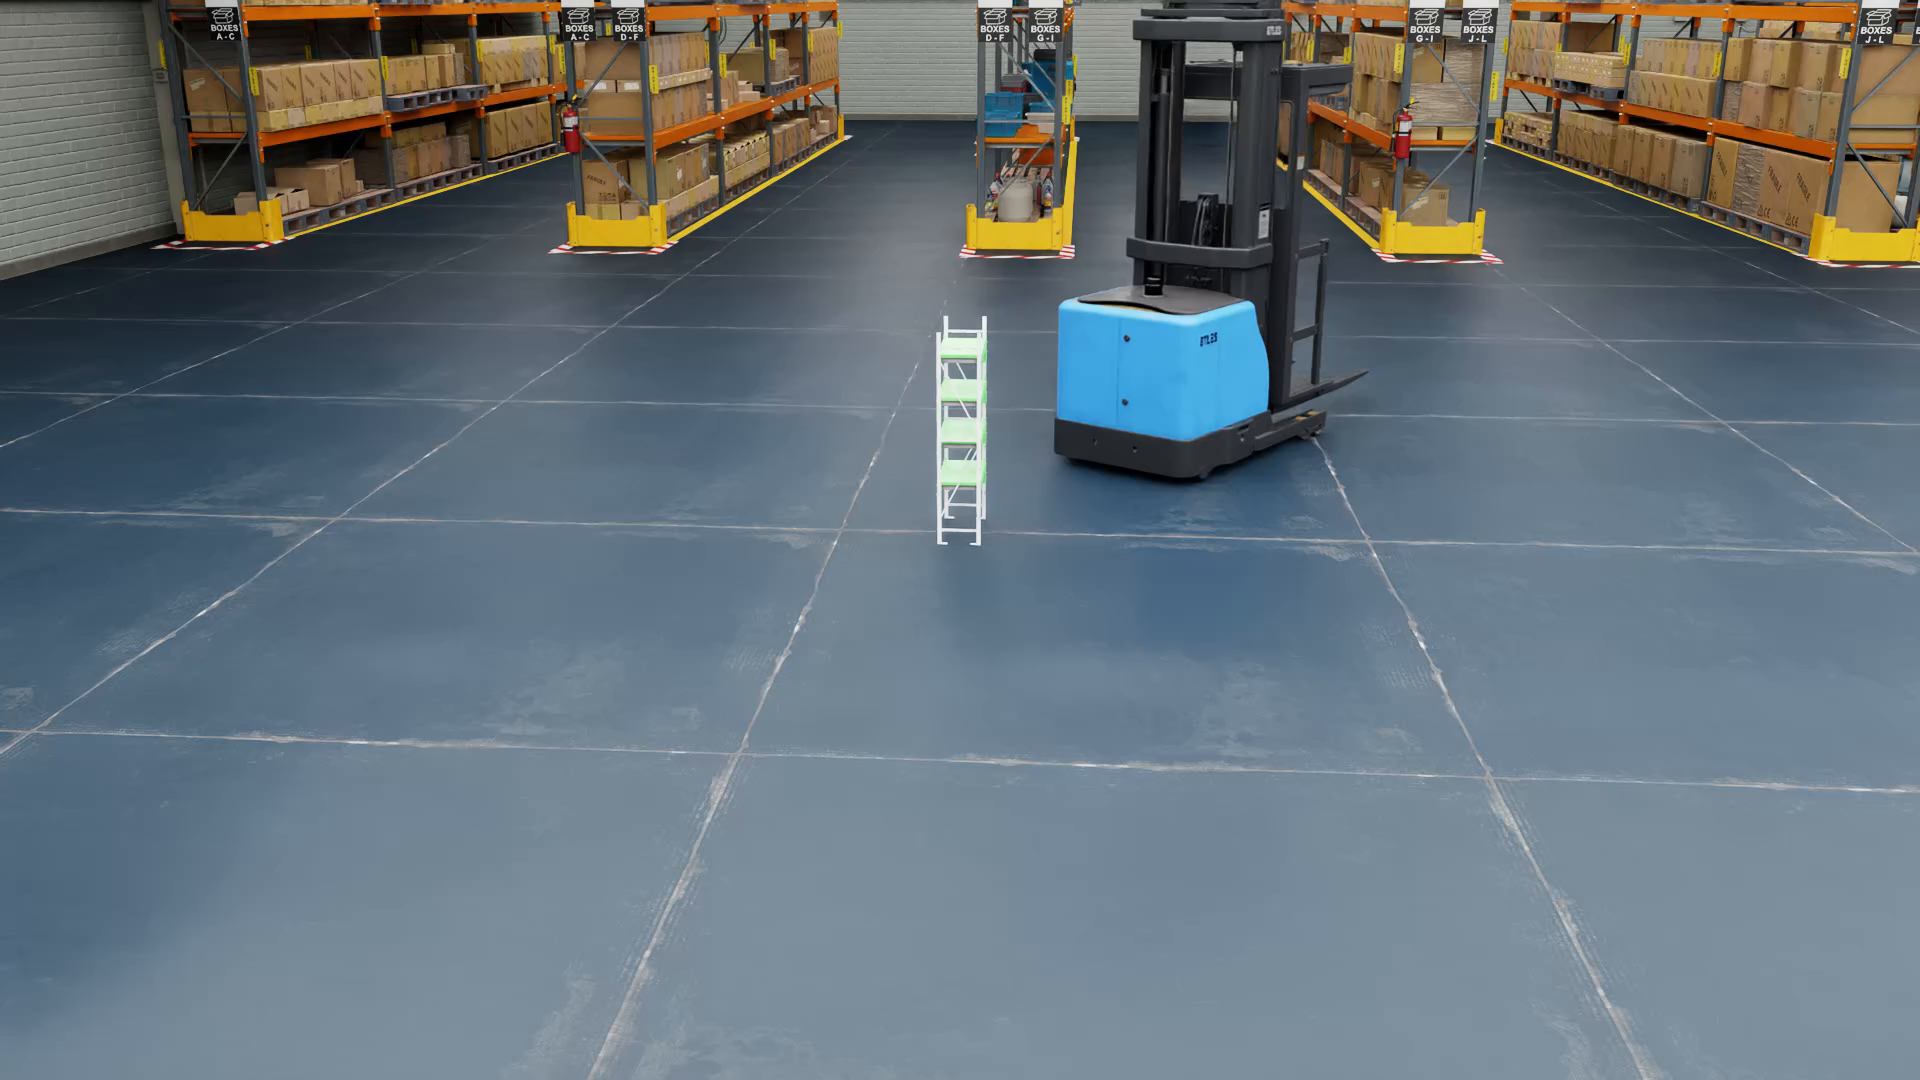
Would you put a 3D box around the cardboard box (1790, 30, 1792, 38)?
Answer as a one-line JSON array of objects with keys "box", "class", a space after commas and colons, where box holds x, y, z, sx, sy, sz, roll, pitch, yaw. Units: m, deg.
[{"box": [16.270, -9.525, 31.908, 0.500, 0.500, 0.500, 1, 18, 4], "class": "cardboard box"}]

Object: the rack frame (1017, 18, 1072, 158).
[{"box": [1.571, -8.710, 31.188, 1.000, 3.000, 0.127, 1, 18, 4], "class": "rack frame"}]

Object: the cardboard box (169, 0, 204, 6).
[{"box": [-9.393, -6.822, 20.415, 0.500, 0.500, 0.500, 3, 18, 8], "class": "cardboard box"}]

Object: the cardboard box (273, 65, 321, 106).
[{"box": [-8.748, -5.954, 21.781, 0.500, 0.500, 0.500, 1, 18, 2], "class": "cardboard box"}]

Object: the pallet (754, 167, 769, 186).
[{"box": [-3.754, -6.000, 27.394, 1.003, 0.211, 1.213, 1, 18, 4], "class": "pallet"}]

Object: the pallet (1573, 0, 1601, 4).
[{"box": [11.229, -9.282, 28.418, 1.213, 0.211, 1.003, 1, 18, 4], "class": "pallet"}]

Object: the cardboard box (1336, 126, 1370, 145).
[{"box": [6.178, -6.361, 26.122, 0.500, 0.250, 0.500, 3, 18, 10], "class": "cardboard box"}]

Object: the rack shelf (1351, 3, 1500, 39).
[{"box": [5.794, -6.577, 21.017, 1.077, 0.370, 4.000, 1, 18, 4], "class": "rack shelf"}]

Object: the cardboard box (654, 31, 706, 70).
[{"box": [-3.968, -6.863, 23.307, 0.700, 0.500, 0.500, 1, 18, 4], "class": "cardboard box"}]

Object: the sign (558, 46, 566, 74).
[{"box": [-4.770, -5.774, 19.988, 0.100, 0.325, 0.005, 1, 18, 4], "class": "sign"}]

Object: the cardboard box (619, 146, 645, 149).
[{"box": [-4.360, -5.139, 22.826, 0.500, 0.500, 0.500, 1, 18, 4], "class": "cardboard box"}]

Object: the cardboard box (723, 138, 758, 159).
[{"box": [-3.518, -6.252, 26.528, 0.500, 0.311, 0.500, 1, 18, 4], "class": "cardboard box"}]

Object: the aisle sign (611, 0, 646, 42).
[{"box": [-3.929, -6.303, 19.667, 0.394, 0.787, 0.004, 1, 18, 4], "class": "aisle sign"}]

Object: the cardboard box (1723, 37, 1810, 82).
[{"box": [10.817, -6.443, 22.295, 0.875, 0.550, 0.550, 1, 18, 4], "class": "cardboard box"}]

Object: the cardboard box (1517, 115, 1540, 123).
[{"box": [11.381, -8.430, 33.280, 0.380, 0.149, 0.250, 0, 18, 1], "class": "cardboard box"}]

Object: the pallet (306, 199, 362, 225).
[{"box": [-8.982, -4.532, 22.916, 1.003, 0.211, 1.213, 1, 18, 4], "class": "pallet"}]

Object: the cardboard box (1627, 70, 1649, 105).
[{"box": [10.863, -7.129, 26.202, 0.500, 0.500, 0.500, 1, 18, 5], "class": "cardboard box"}]

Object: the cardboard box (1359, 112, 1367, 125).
[{"box": [5.534, -5.625, 22.177, 0.380, 0.149, 0.250, 1, 18, 4], "class": "cardboard box"}]

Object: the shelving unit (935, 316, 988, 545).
[{"box": [0.012, -0.622, 9.393, 0.258, 1.200, 0.503, 1, 18, 4], "class": "shelving unit"}]

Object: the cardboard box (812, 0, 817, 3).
[{"box": [-3.048, -10.477, 32.003, 0.500, 0.250, 0.500, 1, 18, 4], "class": "cardboard box"}]

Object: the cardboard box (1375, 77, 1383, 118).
[{"box": [5.713, -5.544, 20.887, 0.875, 0.500, 0.500, 1, 18, 4], "class": "cardboard box"}]

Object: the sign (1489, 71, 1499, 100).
[{"box": [6.192, -5.272, 19.305, 0.100, 0.325, 0.005, 1, 18, 4], "class": "sign"}]

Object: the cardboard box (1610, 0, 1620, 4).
[{"box": [10.975, -9.027, 27.176, 0.500, 0.500, 0.500, 1, 18, 4], "class": "cardboard box"}]

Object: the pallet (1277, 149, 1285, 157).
[{"box": [6.644, -7.509, 32.000, 1.003, 0.211, 1.213, 1, 18, 4], "class": "pallet"}]

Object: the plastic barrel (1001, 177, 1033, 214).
[{"box": [0.718, -4.362, 21.240, 0.421, 0.512, 0.421, 0, 18, 0], "class": "plastic barrel"}]

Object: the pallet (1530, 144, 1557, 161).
[{"box": [11.464, -7.342, 31.490, 1.003, 0.211, 1.213, 1, 18, 4], "class": "pallet"}]

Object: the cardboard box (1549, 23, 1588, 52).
[{"box": [11.215, -9.273, 30.663, 0.500, 0.500, 0.500, 1, 18, 2], "class": "cardboard box"}]

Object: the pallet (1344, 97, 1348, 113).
[{"box": [6.138, -6.258, 24.012, 1.003, 0.211, 1.213, 1, 18, 4], "class": "pallet"}]

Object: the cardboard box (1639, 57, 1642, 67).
[{"box": [11.429, -7.877, 27.418, 0.380, 0.149, 0.250, 1, 18, 4], "class": "cardboard box"}]

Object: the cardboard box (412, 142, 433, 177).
[{"box": [-8.784, -6.016, 26.273, 0.700, 0.500, 0.500, 1, 18, 5], "class": "cardboard box"}]

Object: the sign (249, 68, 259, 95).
[{"box": [-8.630, -5.604, 20.317, 0.100, 0.325, 0.005, 1, 18, 4], "class": "sign"}]

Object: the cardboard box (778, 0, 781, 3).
[{"box": [-3.585, -9.509, 28.647, 0.910, 0.500, 0.500, 1, 18, 4], "class": "cardboard box"}]

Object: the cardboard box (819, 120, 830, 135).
[{"box": [-2.974, -8.498, 34.249, 0.500, 0.250, 0.500, 1, 18, 4], "class": "cardboard box"}]

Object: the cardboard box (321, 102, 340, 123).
[{"box": [-8.715, -5.764, 22.404, 0.500, 0.250, 0.500, 1, 18, 4], "class": "cardboard box"}]

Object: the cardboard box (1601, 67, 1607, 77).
[{"box": [10.763, -7.683, 27.305, 0.380, 0.149, 0.250, 2, 18, 6], "class": "cardboard box"}]

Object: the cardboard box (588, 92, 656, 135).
[{"box": [-4.183, -5.287, 20.581, 0.700, 0.500, 0.500, 1, 18, 4], "class": "cardboard box"}]

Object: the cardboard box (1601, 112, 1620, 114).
[{"box": [11.600, -7.429, 29.414, 0.500, 0.250, 0.500, 2, 18, 7], "class": "cardboard box"}]

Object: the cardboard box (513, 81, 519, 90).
[{"box": [-8.218, -8.234, 30.107, 0.380, 0.149, 0.250, 2, 18, 6], "class": "cardboard box"}]

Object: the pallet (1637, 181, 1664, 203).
[{"box": [10.943, -5.269, 25.164, 1.003, 0.211, 1.213, 1, 18, 4], "class": "pallet"}]

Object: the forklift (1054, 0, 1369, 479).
[{"box": [1.921, -2.169, 11.336, 1.130, 2.935, 3.031, 14, 23, 36], "class": "forklift"}]

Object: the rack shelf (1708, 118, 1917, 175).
[{"box": [10.734, -5.010, 21.050, 1.077, 0.370, 4.000, 1, 18, 4], "class": "rack shelf"}]

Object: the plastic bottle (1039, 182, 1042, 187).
[{"box": [1.098, -4.772, 22.824, 0.061, 0.283, 0.133, 1, 18, 4], "class": "plastic bottle"}]

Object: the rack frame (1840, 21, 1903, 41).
[{"box": [16.396, -8.378, 30.175, 1.000, 3.000, 0.127, 1, 18, 4], "class": "rack frame"}]

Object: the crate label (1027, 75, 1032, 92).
[{"box": [0.943, -7.182, 26.468, 0.502, 0.435, 0.616, 1, 18, 4], "class": "crate label"}]

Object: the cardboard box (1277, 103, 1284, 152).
[{"box": [6.485, -7.590, 30.508, 1.225, 0.875, 0.875, 1, 18, 4], "class": "cardboard box"}]

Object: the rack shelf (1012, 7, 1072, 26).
[{"box": [1.141, -7.930, 25.146, 1.077, 0.370, 4.000, 1, 18, 4], "class": "rack shelf"}]

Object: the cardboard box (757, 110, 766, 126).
[{"box": [-3.754, -7.588, 29.867, 0.500, 0.250, 0.500, 1, 18, 3], "class": "cardboard box"}]

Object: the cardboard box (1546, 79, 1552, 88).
[{"box": [11.148, -8.514, 30.994, 0.380, 0.149, 0.250, 1, 18, 2], "class": "cardboard box"}]

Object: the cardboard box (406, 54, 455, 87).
[{"box": [-8.634, -7.625, 27.009, 0.700, 0.500, 0.500, 0, 18, -1], "class": "cardboard box"}]

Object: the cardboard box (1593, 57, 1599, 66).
[{"box": [10.797, -7.983, 27.742, 0.380, 0.149, 0.250, 2, 18, 6], "class": "cardboard box"}]
